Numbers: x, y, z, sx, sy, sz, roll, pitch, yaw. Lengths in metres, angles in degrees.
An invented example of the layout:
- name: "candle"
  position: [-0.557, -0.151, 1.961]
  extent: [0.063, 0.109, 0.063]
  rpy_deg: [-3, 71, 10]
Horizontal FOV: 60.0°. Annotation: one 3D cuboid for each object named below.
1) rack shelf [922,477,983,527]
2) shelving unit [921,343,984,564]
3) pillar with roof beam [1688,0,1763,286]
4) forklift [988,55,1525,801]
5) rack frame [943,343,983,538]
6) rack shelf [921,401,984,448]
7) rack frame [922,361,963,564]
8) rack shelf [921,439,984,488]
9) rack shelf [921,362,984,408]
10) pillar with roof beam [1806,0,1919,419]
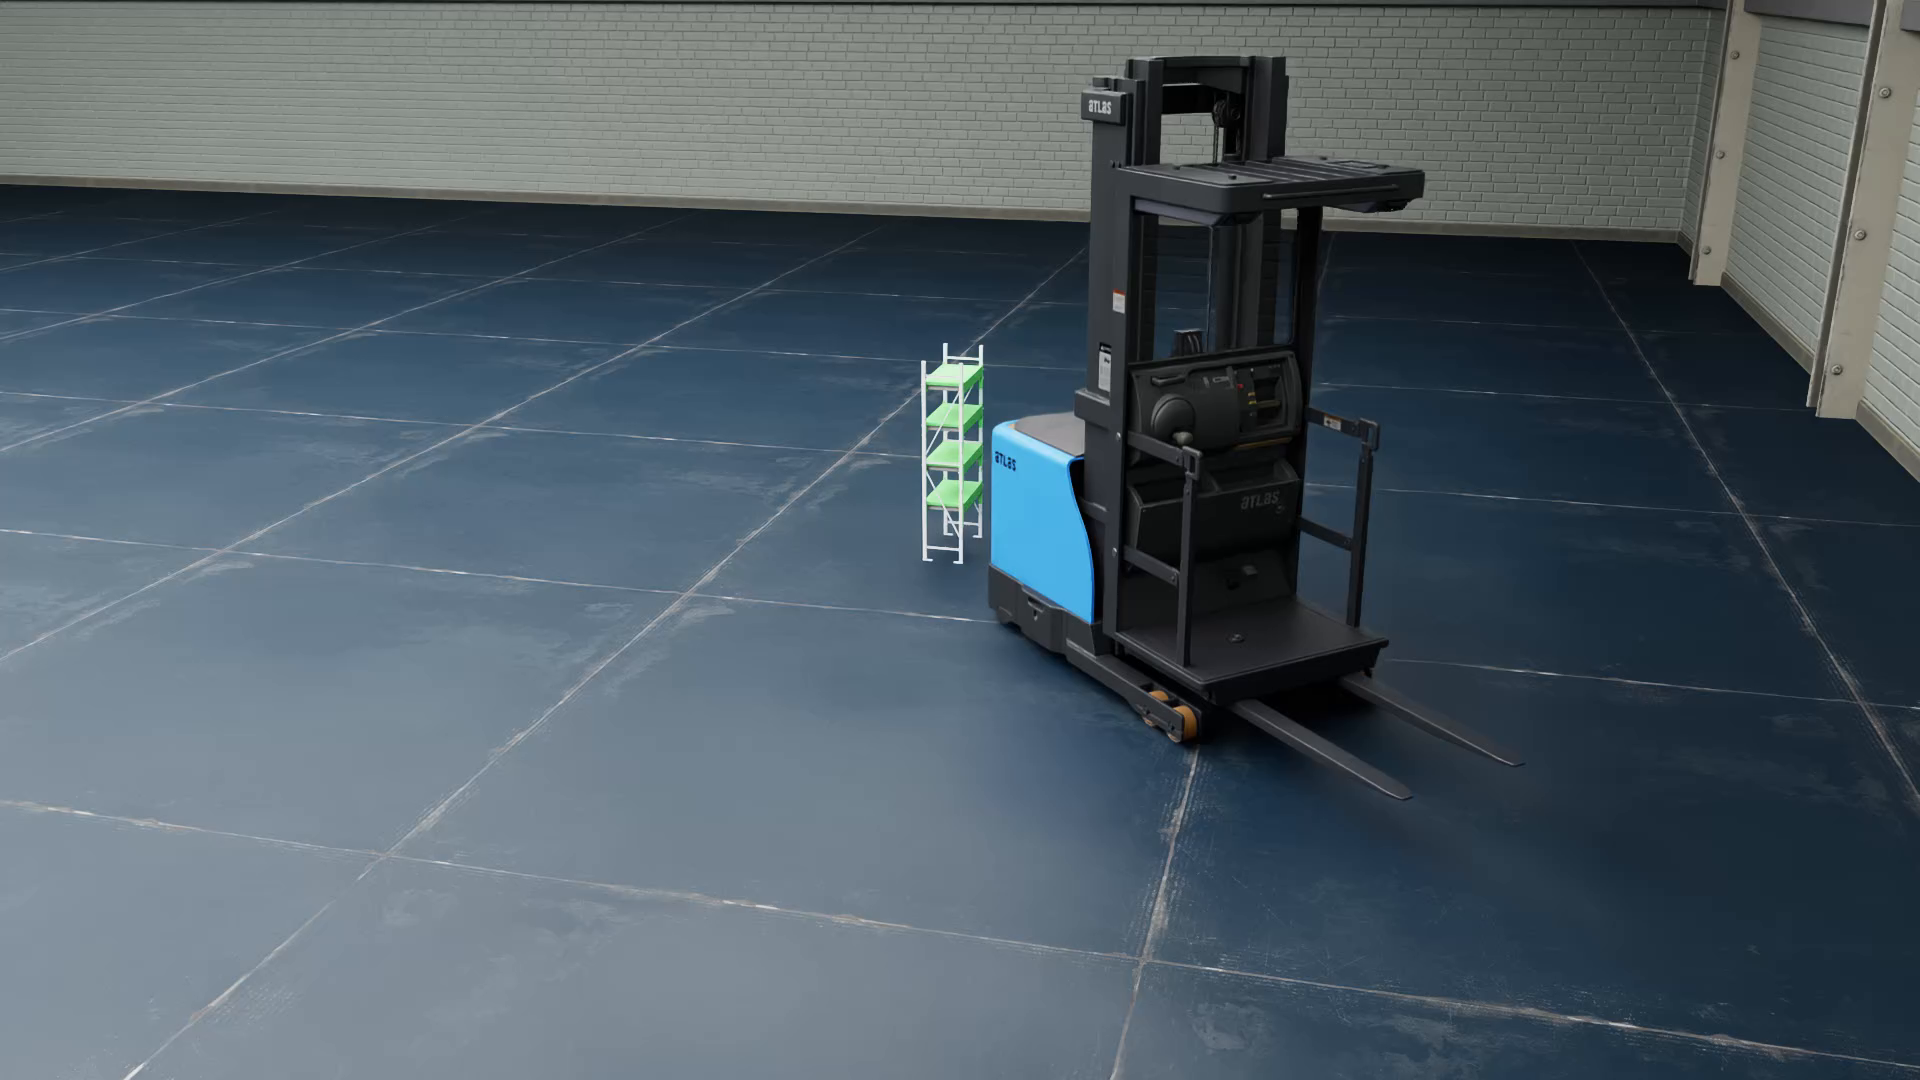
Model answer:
- name: "rack shelf"
  position: [-0.040, -0.228, 9.940]
  extent: [0.258, 0.148, 0.480]
  rpy_deg: [5, 19, 13]
- name: "shelving unit"
  position: [-0.040, -0.516, 9.842]
  extent: [0.258, 1.200, 0.503]
  rpy_deg: [5, 19, 13]
- name: "pillar with roof beam"
  position: [4.192, -7.491, 18.196]
  extent: [9.100, 9.000, 0.400]
  rpy_deg: [5, 19, 13]
- name: "forklift"
  position: [1.300, -0.639, 7.523]
  extent: [1.130, 2.935, 3.031]
  rpy_deg: [-10, 21, -27]
- name: "rack frame"
  position: [0.019, -0.592, 10.066]
  extent: [0.240, 1.200, 0.015]
  rpy_deg: [5, 19, 13]
- name: "rack shelf"
  position: [-0.040, -0.683, 9.785]
  extent: [0.258, 0.148, 0.480]
  rpy_deg: [5, 19, 13]
- name: "rack frame"
  position: [-0.100, -0.439, 9.618]
  extent: [0.240, 1.200, 0.015]
  rpy_deg: [5, 19, 13]
- name: "rack shelf"
  position: [-0.040, -0.455, 9.862]
  extent: [0.258, 0.148, 0.480]
  rpy_deg: [5, 19, 13]
- name: "rack shelf"
  position: [-0.040, -0.910, 9.707]
  extent: [0.258, 0.148, 0.480]
  rpy_deg: [5, 19, 13]
- name: "pillar with roof beam"
  position: [2.726, -5.610, 12.690]
  extent: [9.100, 9.000, 0.400]
  rpy_deg: [5, 19, 13]
